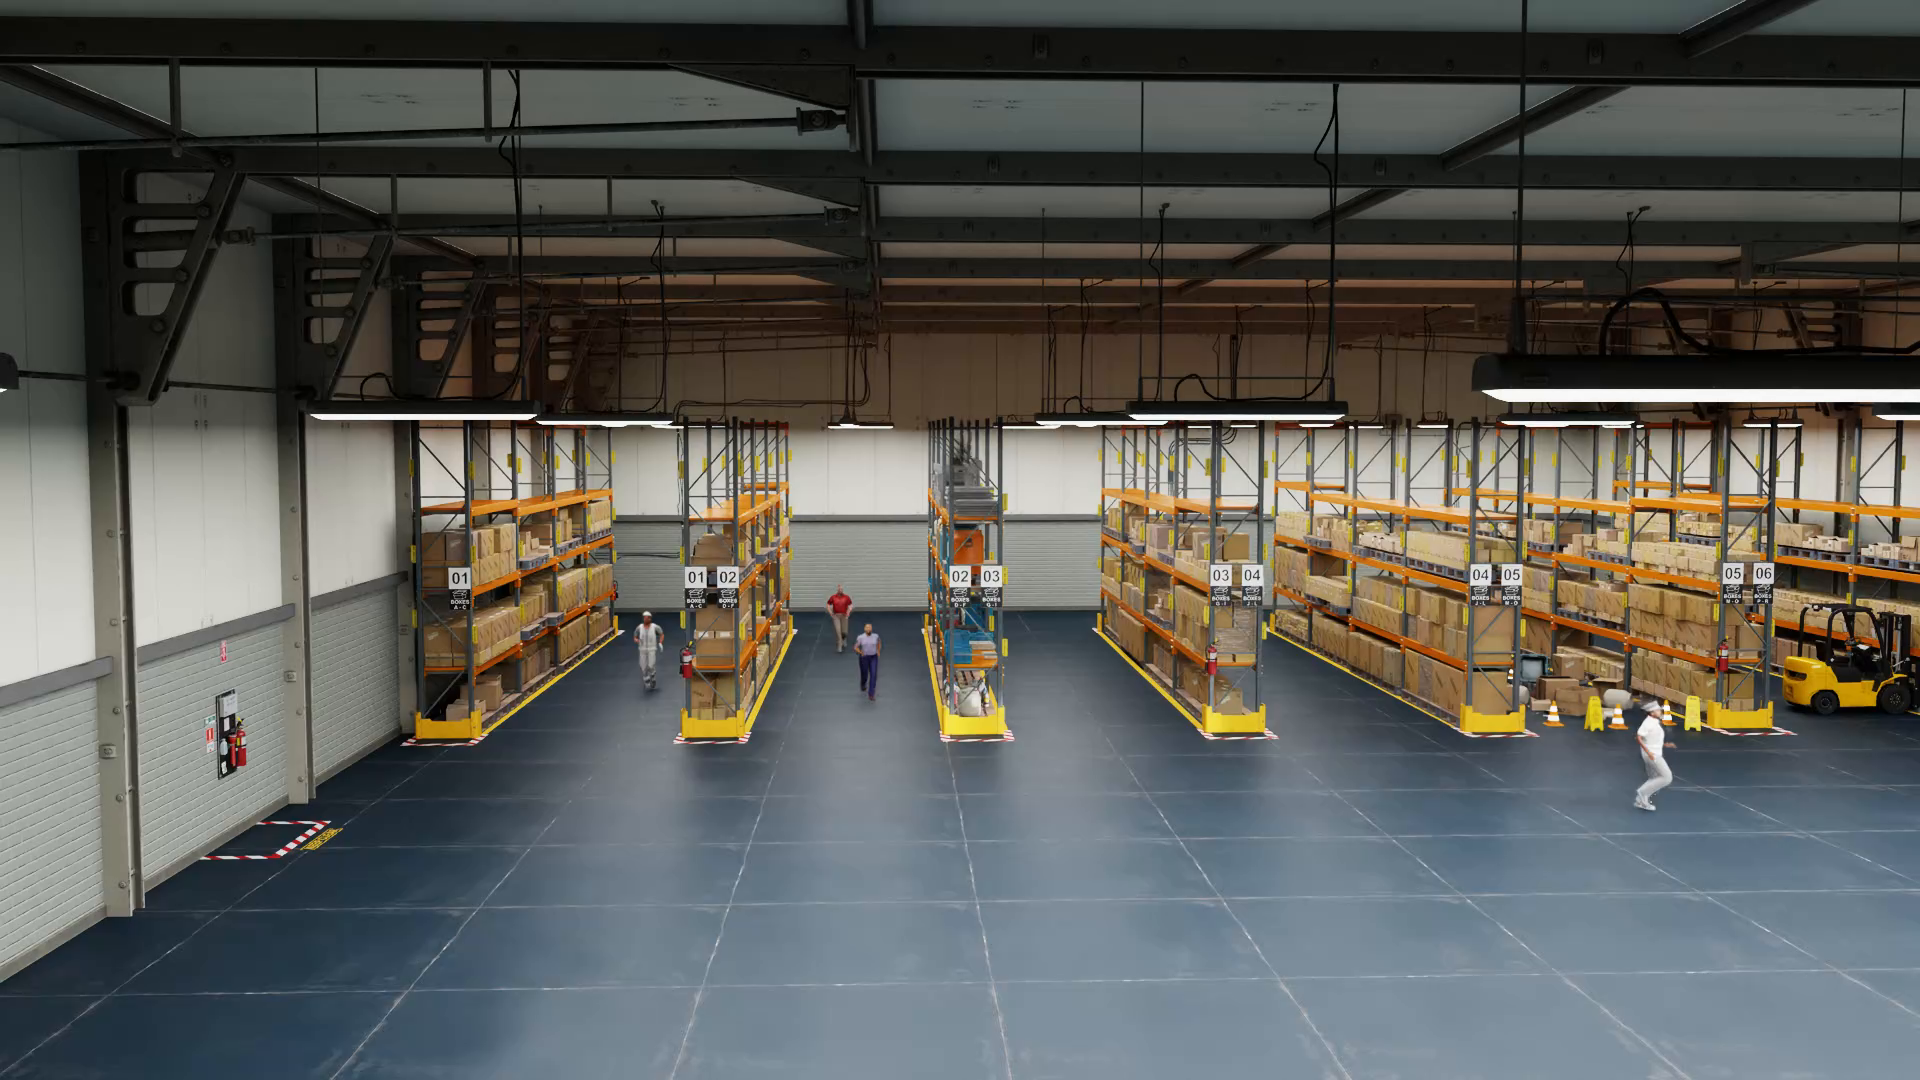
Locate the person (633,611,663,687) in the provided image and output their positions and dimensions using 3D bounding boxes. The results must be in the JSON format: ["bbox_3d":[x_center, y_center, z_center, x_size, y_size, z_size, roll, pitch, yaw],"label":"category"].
[{"bbox_3d":[-6.873,2.420,36.585,0.641,1.685,0.604,0,4,-1],"label":"person"}]

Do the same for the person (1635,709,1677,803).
[{"bbox_3d":[10.515,3.237,25.105,0.561,1.546,0.561,2,4,24],"label":"person"}]

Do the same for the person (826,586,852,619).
[{"bbox_3d":[-3.147,1.623,43.506,0.685,0.862,0.378,-1,4,-8],"label":"person"}]

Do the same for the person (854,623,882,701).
[{"bbox_3d":[-1.964,2.593,35.717,0.607,1.648,0.841,-1,4,-11],"label":"person"}]
